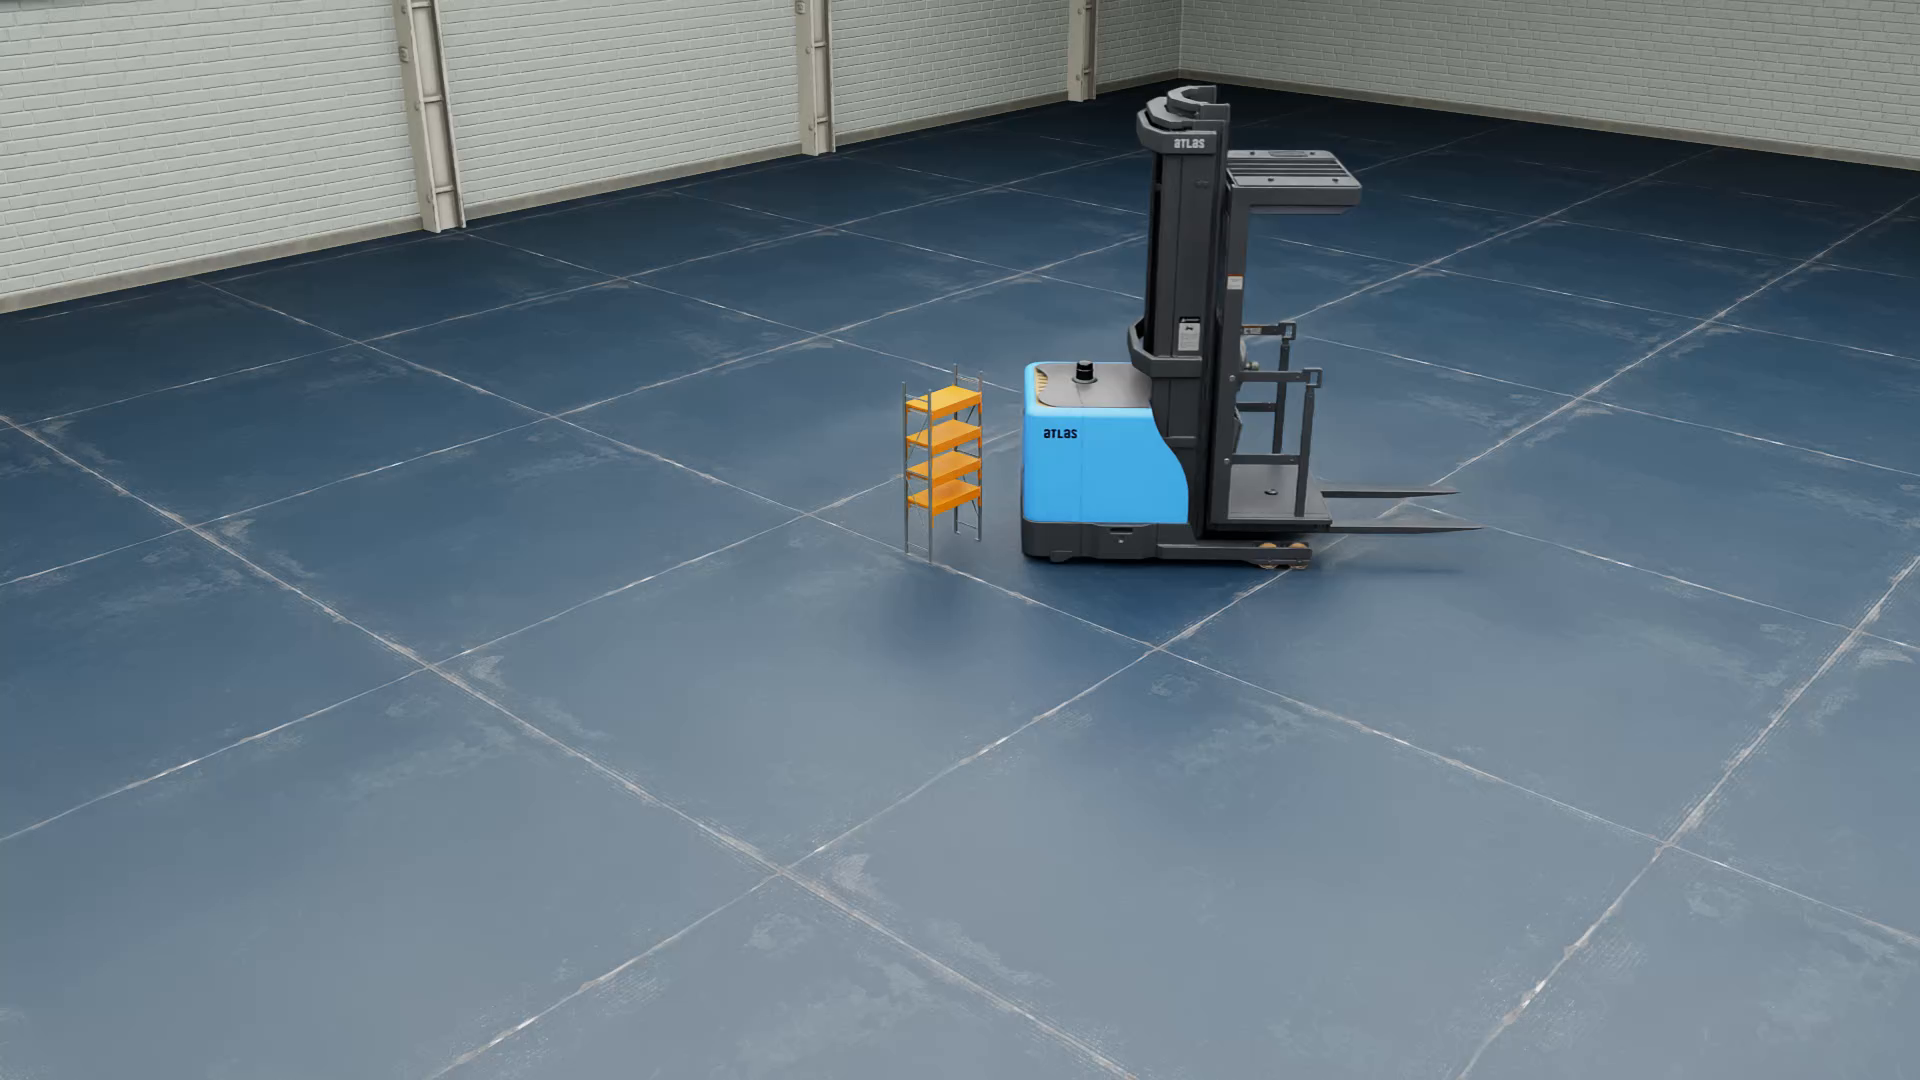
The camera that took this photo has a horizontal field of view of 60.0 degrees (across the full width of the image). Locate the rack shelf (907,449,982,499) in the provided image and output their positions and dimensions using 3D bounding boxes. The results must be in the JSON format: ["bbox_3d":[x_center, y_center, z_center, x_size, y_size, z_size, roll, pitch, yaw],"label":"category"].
[{"bbox_3d":[-0.110,-0.436,10.920,0.258,0.148,0.480,20,31,38],"label":"rack shelf"}]

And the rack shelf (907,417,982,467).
[{"bbox_3d":[-0.110,-0.640,10.828,0.258,0.148,0.480,20,31,38],"label":"rack shelf"}]

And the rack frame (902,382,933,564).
[{"bbox_3d":[-0.273,-0.423,10.726,0.240,1.200,0.015,20,31,38],"label":"rack frame"}]

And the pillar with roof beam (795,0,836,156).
[{"bbox_3d":[1.207,-8.395,18.974,9.100,9.000,0.400,20,31,38],"label":"pillar with roof beam"}]

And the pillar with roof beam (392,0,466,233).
[{"bbox_3d":[-2.797,-6.567,14.897,9.100,9.000,0.400,20,31,38],"label":"pillar with roof beam"}]

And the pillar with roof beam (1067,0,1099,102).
[{"bbox_3d":[5.211,-10.223,23.051,9.100,9.000,0.400,20,31,38],"label":"pillar with roof beam"}]

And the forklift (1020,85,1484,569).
[{"bbox_3d":[1.930,-1.368,10.718,3.031,2.935,1.130,1,24,1],"label":"forklift"}]

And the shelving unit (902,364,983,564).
[{"bbox_3d":[-0.110,-0.497,10.892,0.258,1.200,0.503,20,31,38],"label":"shelving unit"}]

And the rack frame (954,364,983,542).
[{"bbox_3d":[0.052,-0.571,11.058,0.240,1.200,0.015,20,31,38],"label":"rack frame"}]

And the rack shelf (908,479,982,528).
[{"bbox_3d":[-0.110,-0.254,11.001,0.258,0.148,0.480,20,31,38],"label":"rack shelf"}]

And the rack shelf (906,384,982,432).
[{"bbox_3d":[-0.110,-0.856,10.731,0.258,0.148,0.480,20,31,38],"label":"rack shelf"}]
